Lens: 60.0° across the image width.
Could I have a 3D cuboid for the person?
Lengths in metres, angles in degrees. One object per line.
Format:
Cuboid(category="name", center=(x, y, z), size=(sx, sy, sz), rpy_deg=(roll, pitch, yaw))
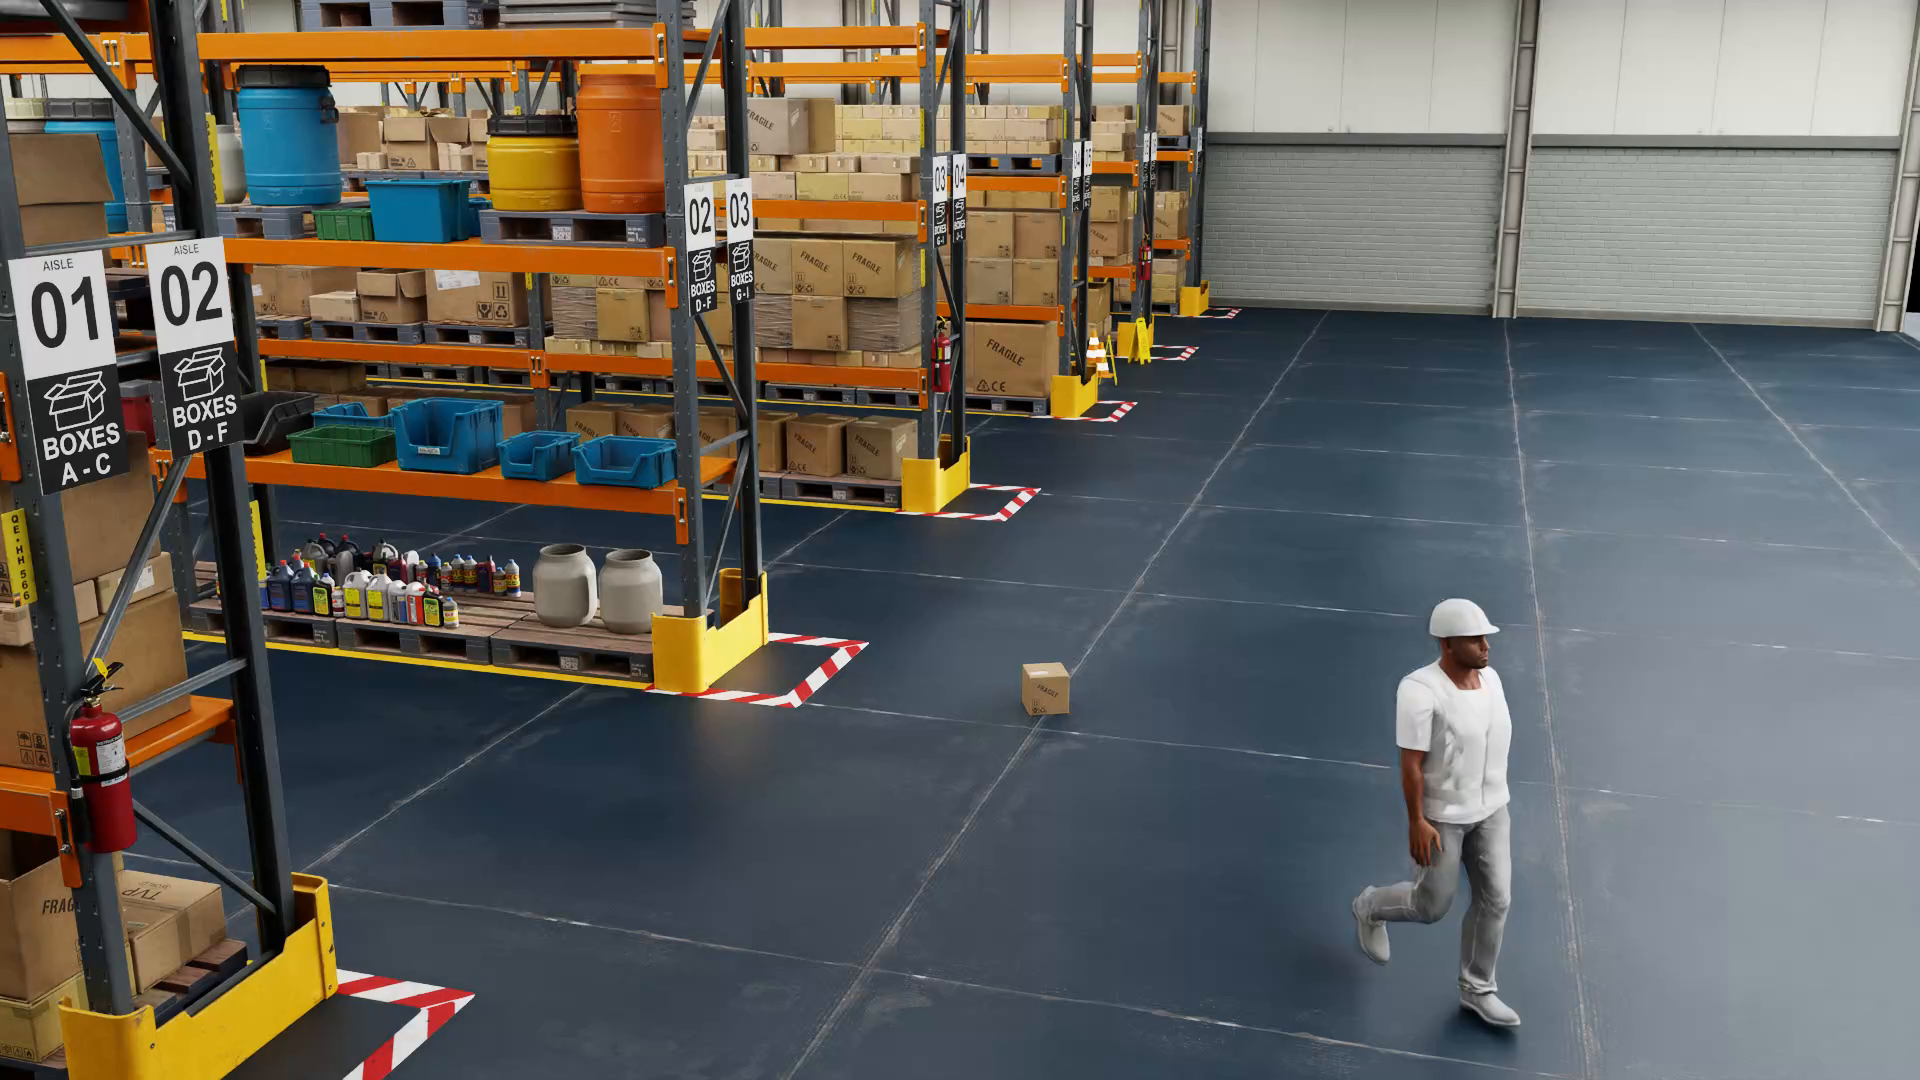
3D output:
Cuboid(category="person", center=(2.019, 1.086, 6.865), size=(0.559, 1.741, 0.822), rpy_deg=(-7, 16, -24))
